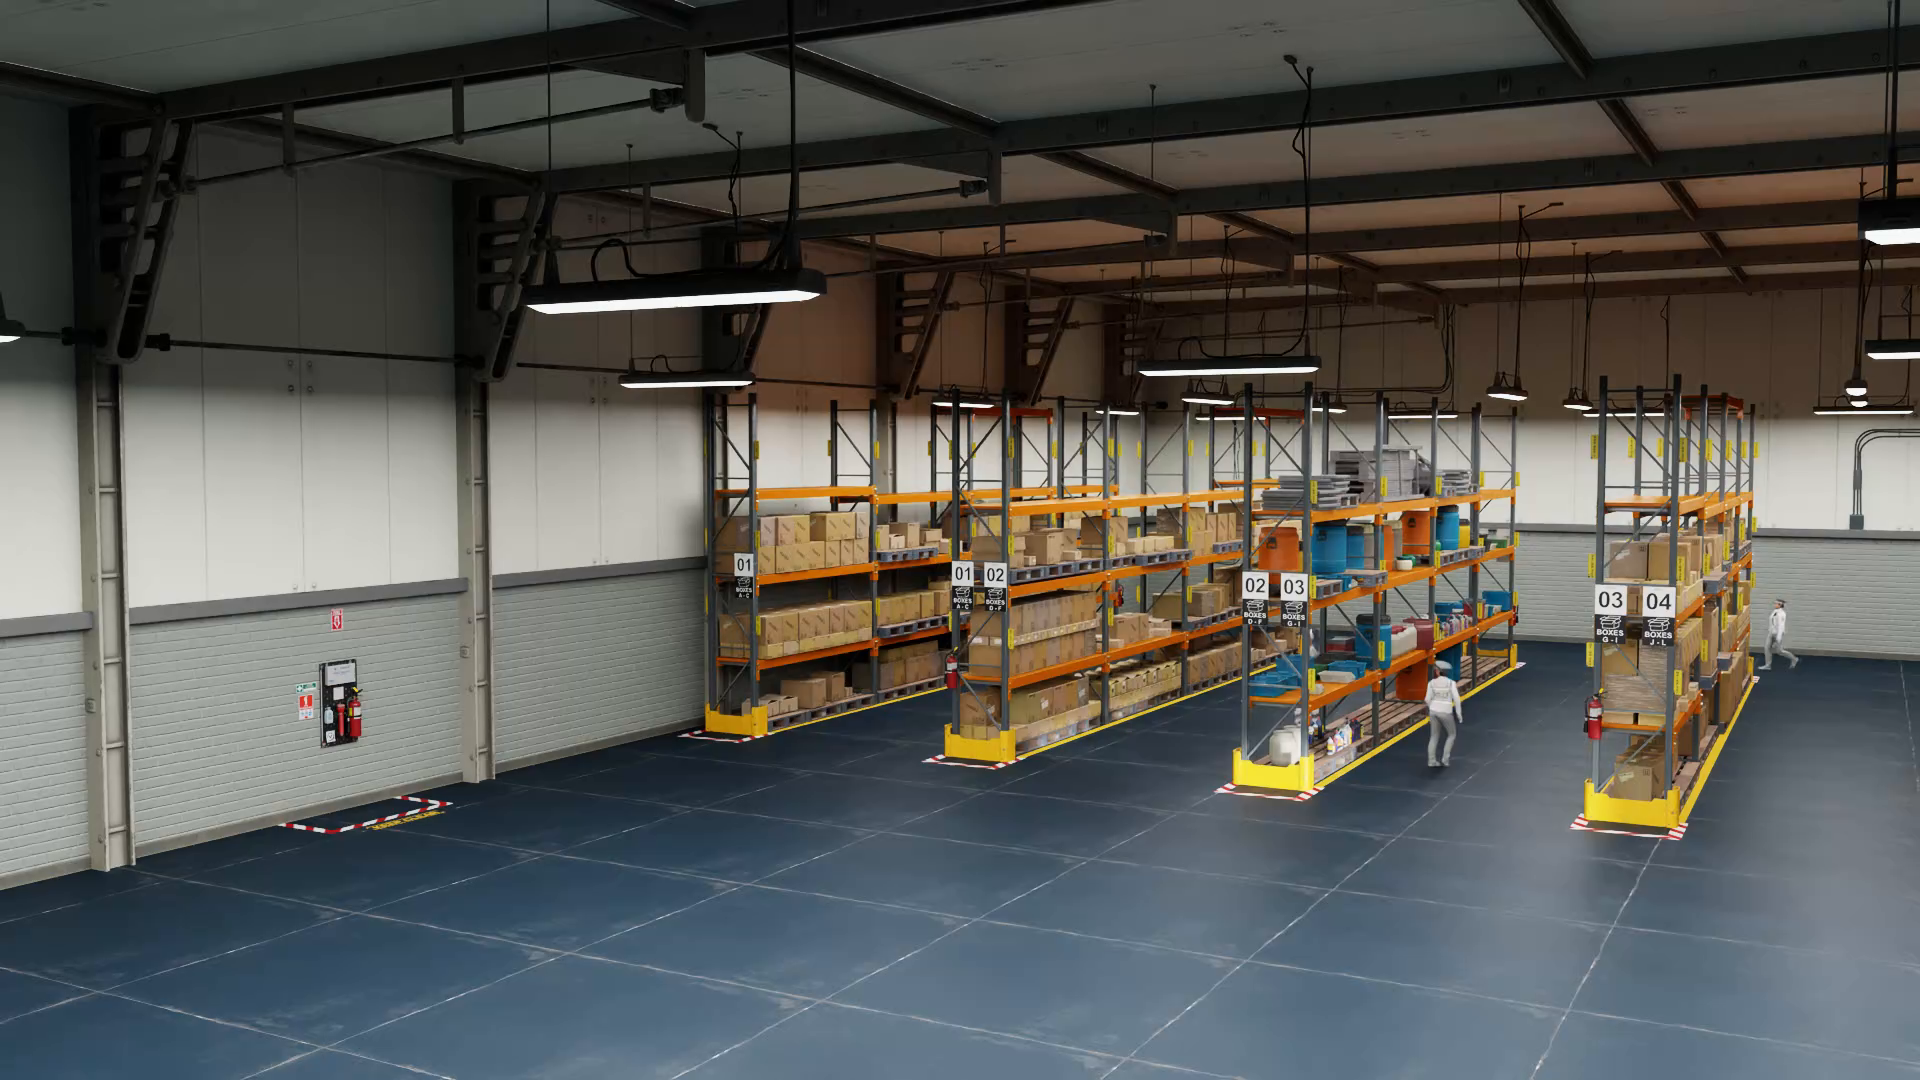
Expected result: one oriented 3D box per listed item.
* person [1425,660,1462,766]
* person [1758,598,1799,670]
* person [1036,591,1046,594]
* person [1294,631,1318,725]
[{"bbox_3d":[7.627,2.794,26.328,0.525,1.747,0.621,-2,4,-37],"label":"person"},{"bbox_3d":[18.554,2.126,37.669,0.817,1.651,0.490,0,3,-5],"label":"person"},{"bbox_3d":[1.733,1.957,37.046,0.607,1.805,0.952,2,4,29],"label":"person"},{"bbox_3d":[6.143,2.513,29.792,0.626,1.797,0.576,-2,4,-31],"label":"person"}]
